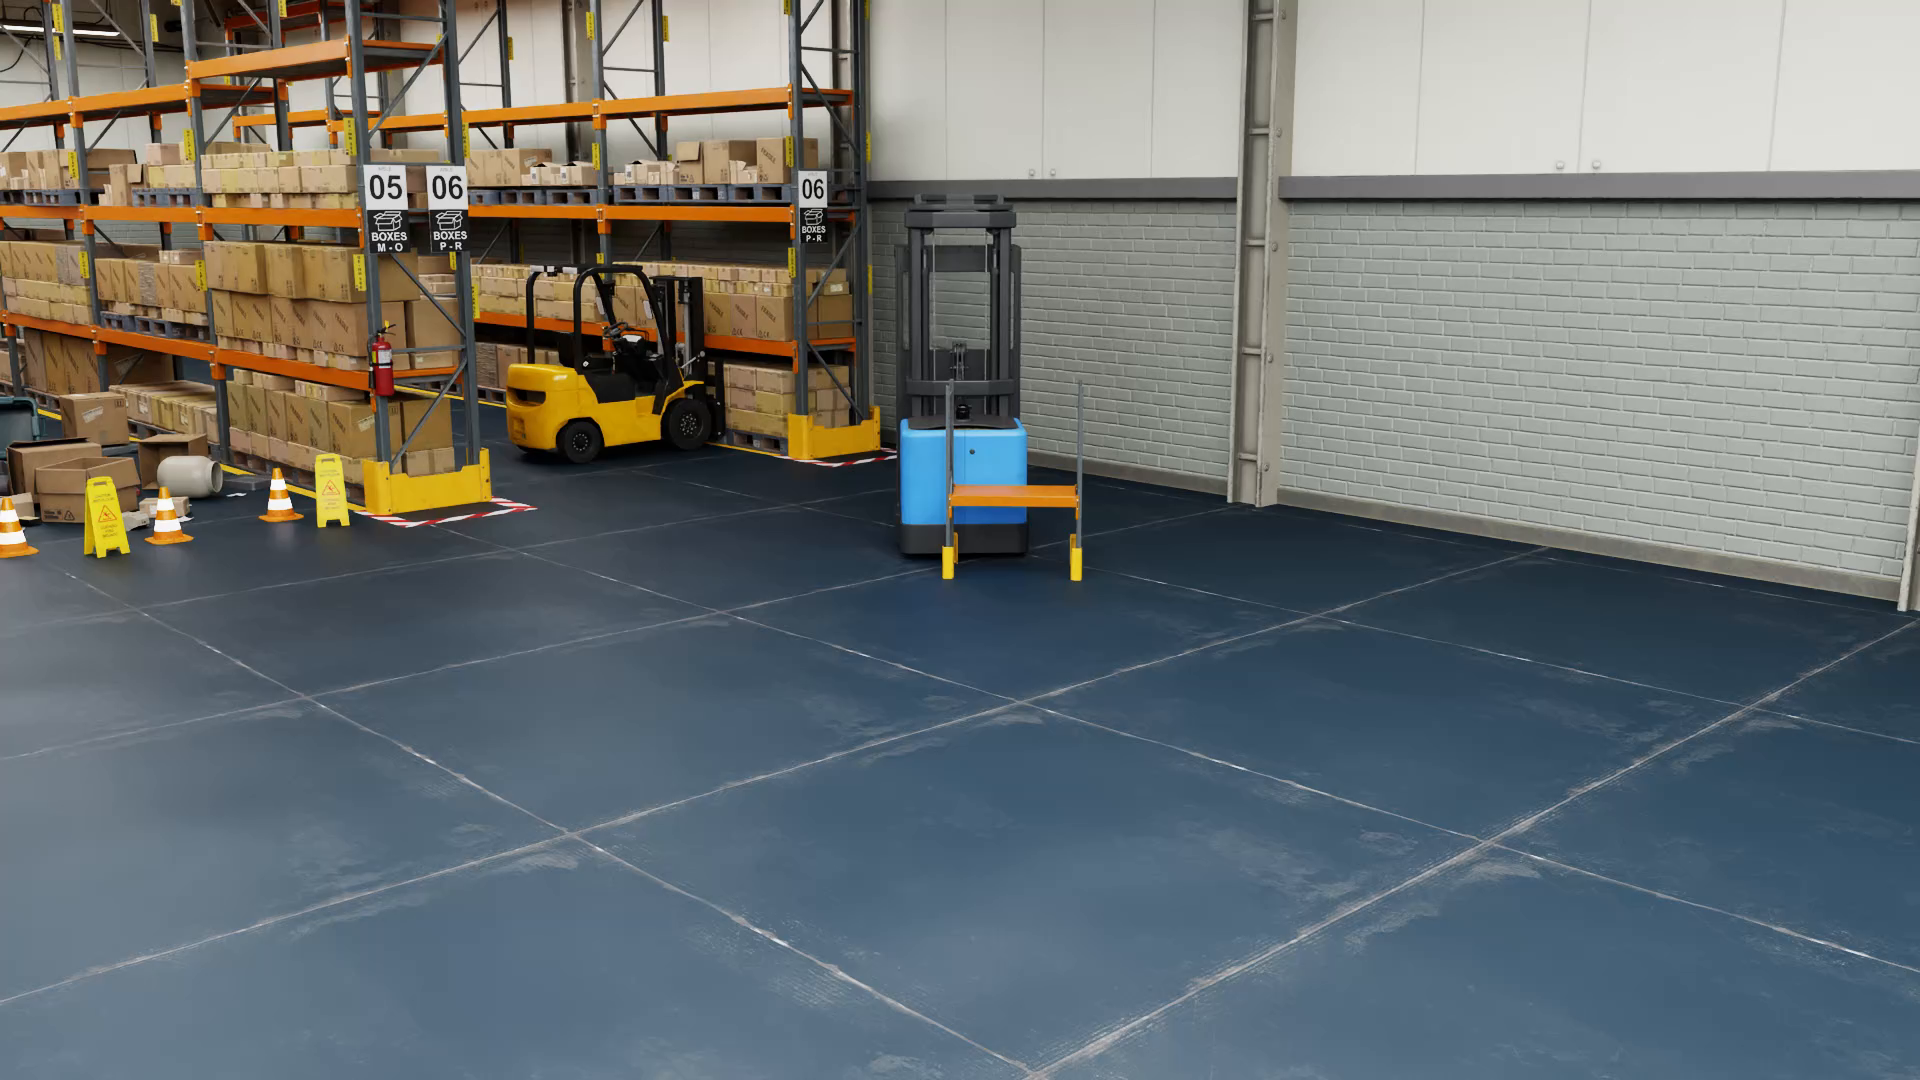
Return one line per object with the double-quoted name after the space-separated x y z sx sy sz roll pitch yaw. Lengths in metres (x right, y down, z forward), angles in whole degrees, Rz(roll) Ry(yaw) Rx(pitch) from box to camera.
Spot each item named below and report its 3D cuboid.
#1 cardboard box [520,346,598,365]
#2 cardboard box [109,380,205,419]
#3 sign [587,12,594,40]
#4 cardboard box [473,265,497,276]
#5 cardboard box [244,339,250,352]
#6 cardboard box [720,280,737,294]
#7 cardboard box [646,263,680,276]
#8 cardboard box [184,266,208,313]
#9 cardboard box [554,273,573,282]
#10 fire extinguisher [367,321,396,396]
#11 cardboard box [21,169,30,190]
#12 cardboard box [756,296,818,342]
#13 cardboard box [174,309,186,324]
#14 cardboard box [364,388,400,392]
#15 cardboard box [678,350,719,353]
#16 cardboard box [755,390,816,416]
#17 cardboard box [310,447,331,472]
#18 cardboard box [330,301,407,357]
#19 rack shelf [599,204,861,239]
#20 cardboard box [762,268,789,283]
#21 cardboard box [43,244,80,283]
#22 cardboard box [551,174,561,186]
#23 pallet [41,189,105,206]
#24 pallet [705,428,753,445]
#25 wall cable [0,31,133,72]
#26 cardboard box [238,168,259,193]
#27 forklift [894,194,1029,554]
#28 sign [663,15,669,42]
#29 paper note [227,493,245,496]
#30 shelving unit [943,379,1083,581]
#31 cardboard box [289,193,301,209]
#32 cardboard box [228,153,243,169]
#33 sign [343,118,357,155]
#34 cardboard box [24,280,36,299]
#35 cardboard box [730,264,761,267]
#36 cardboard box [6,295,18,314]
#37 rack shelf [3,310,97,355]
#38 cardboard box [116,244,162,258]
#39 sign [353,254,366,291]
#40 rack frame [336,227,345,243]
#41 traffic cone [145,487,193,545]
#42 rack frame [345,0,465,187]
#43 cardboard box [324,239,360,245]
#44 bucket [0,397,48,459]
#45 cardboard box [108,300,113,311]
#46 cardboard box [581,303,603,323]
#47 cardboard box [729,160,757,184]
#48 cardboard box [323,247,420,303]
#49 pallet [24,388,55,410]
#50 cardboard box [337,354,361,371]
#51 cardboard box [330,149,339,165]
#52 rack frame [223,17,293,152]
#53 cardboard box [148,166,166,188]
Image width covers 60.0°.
-5.649 -2.407 23.504 0.625 0.625 0.875 11 16 43 "cardboard box"
-10.196 -1.792 21.148 0.625 0.372 0.950 10 16 41 "cardboard box"
-4.614 -6.423 20.775 0.100 0.325 0.005 -11 16 -43 "sign"
-6.799 -3.890 24.003 0.380 0.149 0.250 -10 16 -41 "cardboard box"
-7.414 -2.096 17.772 0.380 0.149 0.250 -11 16 -43 "cardboard box"
-2.624 -3.010 19.732 0.250 0.149 0.380 11 16 43 "cardboard box"
-3.692 -3.377 20.776 0.380 0.149 0.250 -10 16 -41 "cardboard box"
-8.302 -2.809 18.588 0.500 0.500 0.500 -11 16 -44 "cardboard box"
-5.226 -3.549 22.351 0.250 0.149 0.380 11 16 43 "cardboard box"
-5.309 -1.671 15.280 0.296 0.674 0.183 -11 16 -43 "fire extinguisher"
-12.333 -4.835 22.303 0.396 0.266 0.258 -9 15 -38 "cardboard box"
-1.997 -2.566 19.186 0.500 0.500 0.500 -11 16 -44 "cardboard box"
-8.745 -2.566 19.016 0.380 0.149 0.250 -11 16 -43 "cardboard box"
-6.133 -1.326 17.328 0.500 0.500 0.500 -10 16 -41 "cardboard box"
-3.389 -2.298 21.426 0.500 0.250 0.500 -11 16 -43 "cardboard box"
-2.029 -1.613 19.343 0.500 0.250 0.500 -11 16 -43 "cardboard box"
-6.159 -0.806 16.663 0.500 0.250 0.500 -11 16 -42 "cardboard box"
-5.629 -2.025 15.823 0.500 0.500 0.500 -11 16 -44 "cardboard box"
-2.848 -3.891 20.212 1.077 0.370 4.000 -11 16 -43 "rack shelf"
-2.060 -3.049 19.184 0.380 0.149 0.250 -11 16 -42 "cardboard box"
-11.824 -3.682 22.124 0.500 0.500 0.500 -11 16 -43 "cardboard box"
-5.209 -4.785 22.102 0.380 0.149 0.250 -11 16 -43 "cardboard box"
-11.062 -4.421 21.469 1.213 0.211 1.003 -10 15 -40 "pallet"
-2.864 -1.400 20.684 1.003 0.211 1.213 -11 16 -43 "pallet"
-17.649 -8.360 32.593 2.988 3.039 0.133 -11 16 -43 "wall cable"
-7.012 -3.664 16.961 0.500 0.250 0.500 -11 16 -42 "cardboard box"
-0.029 -1.563 14.733 1.130 2.935 3.031 -1 12 -3 "forklift"
-3.811 -6.613 21.501 0.100 0.325 0.005 -11 16 -43 "sign"
-7.195 -0.456 16.550 0.148 0.019 0.142 6 13 26 "paper note"
0.419 -0.486 13.051 1.083 1.500 0.587 1 12 3 "shelving unit"
-6.367 -3.340 16.377 0.250 0.149 0.380 11 16 44 "cardboard box"
-7.297 -3.903 17.135 0.380 0.149 0.250 -11 16 -43 "cardboard box"
-5.470 -3.618 14.912 0.100 0.325 0.005 -11 16 -43 "sign"
-12.532 -3.459 22.902 0.500 0.250 0.500 -11 16 -42 "cardboard box"
-2.592 -3.303 20.417 0.380 0.149 0.250 -11 16 -42 "cardboard box"
-13.229 -3.367 23.690 0.500 0.250 0.500 11 16 44 "cardboard box"
-11.960 -2.897 22.821 1.077 0.370 4.000 -11 16 -43 "rack shelf"
-10.743 -3.602 21.736 0.500 0.500 0.500 11 16 43 "cardboard box"
-5.470 -2.437 15.155 0.100 0.325 0.005 -11 16 -43 "sign"
-9.754 -4.233 27.525 1.000 3.000 0.127 -11 16 -43 "rack frame"
-6.853 -0.226 14.361 0.336 0.463 0.334 -11 16 -43 "traffic cone"
-5.055 -4.728 15.060 1.000 3.000 0.127 -11 16 -43 "rack frame"
-10.590 -4.927 28.670 0.500 0.500 0.500 11 16 44 "cardboard box"
-9.566 -1.112 16.719 0.726 0.611 0.620 -5 3 -23 "bucket"
-10.489 -2.967 20.959 0.250 0.149 0.380 11 16 42 "cardboard box"
-4.767 -3.029 22.054 0.500 0.250 0.500 -10 16 -41 "cardboard box"
-2.434 -4.256 19.245 0.396 0.266 0.258 -11 16 -42 "cardboard box"
-5.565 -2.518 15.738 0.500 0.500 0.700 11 16 44 "cardboard box"
-12.754 -2.073 23.951 1.003 0.211 1.213 -11 16 -43 "pallet"
-5.723 -1.713 15.915 0.380 0.149 0.250 -11 16 -43 "cardboard box"
-5.652 -3.578 15.556 0.380 0.149 0.250 -11 16 -42 "cardboard box"
-12.517 -7.755 29.754 1.000 3.000 0.127 -11 16 -43 "rack frame"
-9.022 -4.189 19.208 0.500 0.250 0.500 -11 16 -42 "cardboard box"
